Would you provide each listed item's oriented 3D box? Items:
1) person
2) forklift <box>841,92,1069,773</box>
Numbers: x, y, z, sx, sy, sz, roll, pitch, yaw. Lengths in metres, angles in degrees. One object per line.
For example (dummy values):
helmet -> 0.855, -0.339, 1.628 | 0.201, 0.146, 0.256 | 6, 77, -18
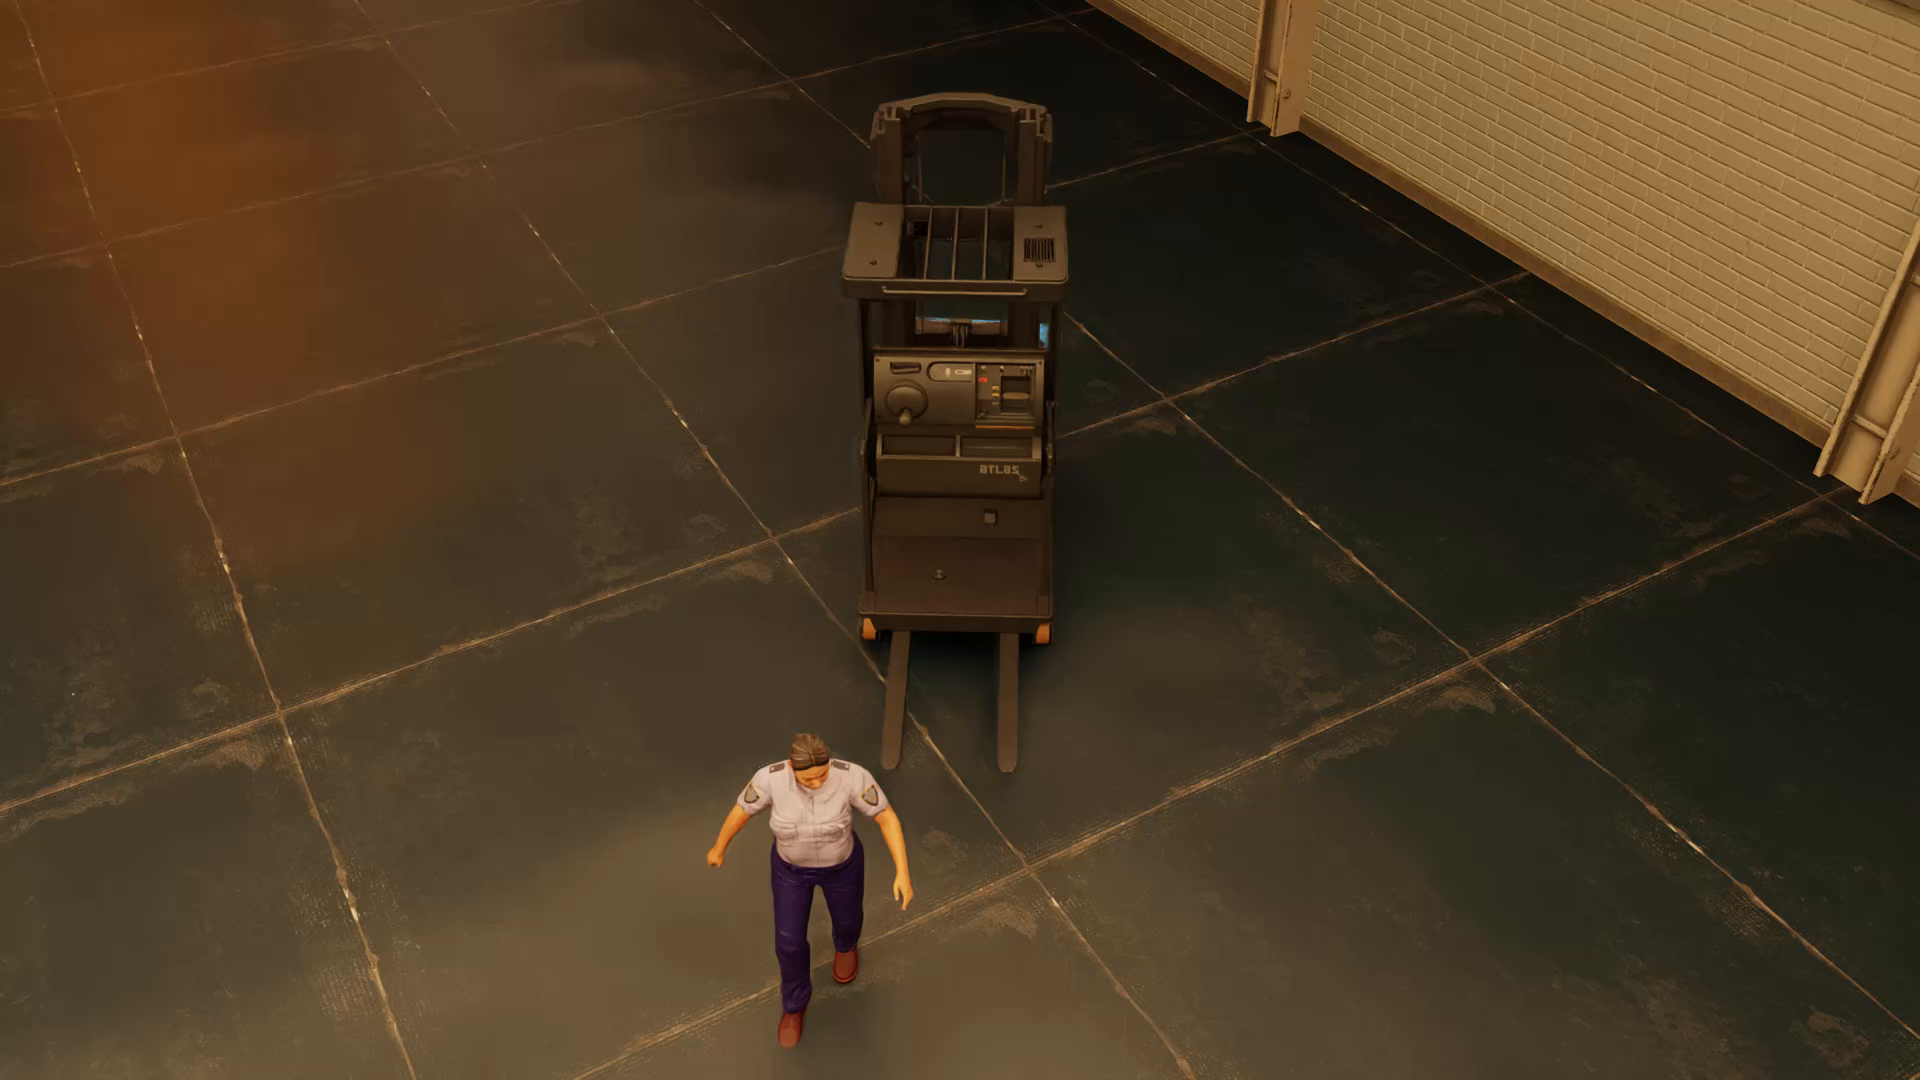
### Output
person -> -0.667, 1.502, 7.287 | 0.911, 1.655, 0.665 | 0, 40, 0
forklift -> -0.011, -0.737, 8.924 | 1.130, 2.935, 3.031 | 1, 40, 1
